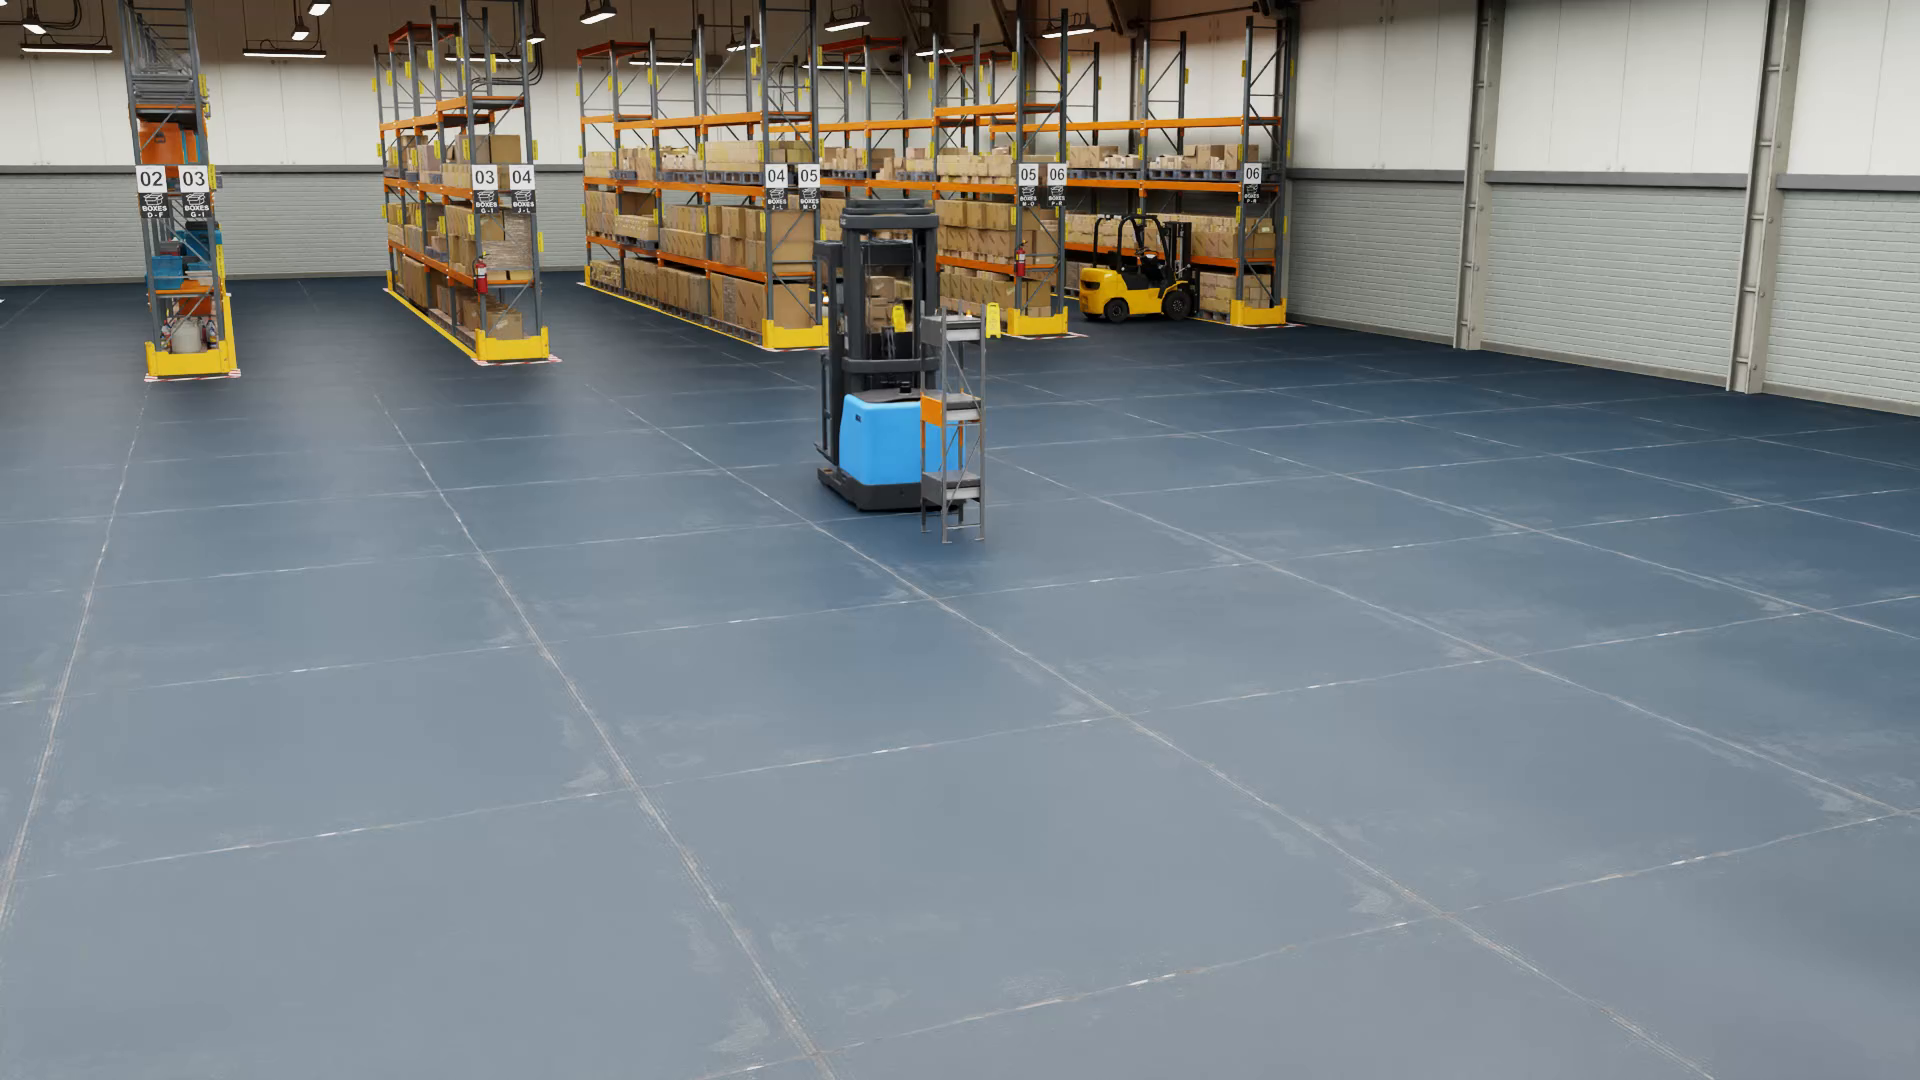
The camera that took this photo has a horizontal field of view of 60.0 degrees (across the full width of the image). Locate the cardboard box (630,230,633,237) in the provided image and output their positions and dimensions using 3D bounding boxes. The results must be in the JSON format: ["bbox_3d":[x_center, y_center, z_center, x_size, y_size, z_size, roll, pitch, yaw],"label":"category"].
[{"bbox_3d":[-7.414,-7.081,38.438,0.380,0.149,0.250,-6,14,-26],"label":"cardboard box"}]

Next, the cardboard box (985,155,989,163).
[{"bbox_3d":[0.706,-7.475,32.652,0.380,0.149,0.250,-6,14,-25],"label":"cardboard box"}]

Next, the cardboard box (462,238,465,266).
[{"bbox_3d":[-8.220,-5.046,29.140,0.875,0.500,0.500,-6,14,-23],"label":"cardboard box"}]

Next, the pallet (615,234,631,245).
[{"bbox_3d":[-7.603,-7.179,39.661,1.003,0.211,1.213,-6,14,-23],"label":"pallet"}]

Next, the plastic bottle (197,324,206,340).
[{"bbox_3d":[-13.222,-3.638,29.002,0.152,0.276,0.135,-6,14,-23],"label":"plastic bottle"}]

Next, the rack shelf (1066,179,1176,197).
[{"bbox_3d":[3.669,-8.232,38.727,1.077,0.370,4.000,-6,14,-23],"label":"rack shelf"}]

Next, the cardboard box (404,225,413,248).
[{"bbox_3d":[-12.406,-6.947,38.013,0.500,0.500,0.500,-6,14,-23],"label":"cardboard box"}]

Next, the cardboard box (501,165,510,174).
[{"bbox_3d":[-7.453,-6.197,27.790,0.380,0.149,0.250,-6,14,-23],"label":"cardboard box"}]

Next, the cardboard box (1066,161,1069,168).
[{"bbox_3d":[2.729,-9.035,39.969,0.380,0.166,0.250,-6,14,-23],"label":"cardboard box"}]

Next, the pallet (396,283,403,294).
[{"bbox_3d":[-13.572,-6.326,41.734,1.003,0.211,1.213,-6,14,-23],"label":"pallet"}]

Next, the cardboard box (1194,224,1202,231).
[{"bbox_3d":[5.141,-6.555,34.880,0.380,0.149,0.250,-6,14,-23],"label":"cardboard box"}]

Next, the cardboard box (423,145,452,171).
[{"bbox_3d":[-10.399,-7.615,33.136,0.500,0.500,0.500,-6,14,-25],"label":"cardboard box"}]

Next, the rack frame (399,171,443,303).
[{"bbox_3d":[-12.361,-7.016,38.532,1.000,3.000,0.127,-6,14,-23],"label":"rack frame"}]

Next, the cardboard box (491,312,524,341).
[{"bbox_3d":[-7.789,-3.654,28.619,0.500,0.500,0.500,-3,13,-13],"label":"cardboard box"}]

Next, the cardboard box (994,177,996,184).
[{"bbox_3d":[0.881,-6.984,32.299,0.380,0.149,0.250,-6,14,-23],"label":"cardboard box"}]

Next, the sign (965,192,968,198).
[{"bbox_3d":[0.180,-9.951,47.944,0.100,0.325,0.005,-6,14,-23],"label":"sign"}]

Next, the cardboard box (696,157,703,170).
[{"bbox_3d":[-5.001,-7.564,33.425,0.500,0.250,0.500,-5,14,-22],"label":"cardboard box"}]

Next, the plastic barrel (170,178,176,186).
[{"bbox_3d":[-14.097,-6.707,29.433,0.600,0.901,0.708,-6,14,-23],"label":"plastic barrel"}]

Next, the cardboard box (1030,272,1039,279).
[{"bbox_3d":[2.098,-6.801,42.215,0.500,0.500,0.500,-5,14,-21],"label":"cardboard box"}]

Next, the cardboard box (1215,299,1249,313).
[{"bbox_3d":[5.595,-4.815,34.187,0.500,0.250,0.500,-6,14,-23],"label":"cardboard box"}]

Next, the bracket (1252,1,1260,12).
[{"bbox_3d":[6.128,-10.837,33.751,0.235,0.232,0.430,-6,14,-23],"label":"bracket"}]

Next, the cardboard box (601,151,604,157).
[{"bbox_3d":[-8.694,-9.574,41.272,0.380,0.149,0.250,-6,14,-23],"label":"cardboard box"}]

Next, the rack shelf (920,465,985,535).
[{"bbox_3d":[-0.066,-0.362,14.942,0.431,0.518,0.480,-6,14,-23],"label":"rack shelf"}]

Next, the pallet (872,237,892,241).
[{"bbox_3d":[-1.296,-6.854,38.256,1.213,0.211,1.003,-6,14,-23],"label":"pallet"}]

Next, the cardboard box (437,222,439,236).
[{"bbox_3d":[-10.506,-6.335,34.437,0.500,0.500,0.500,-8,15,-30],"label":"cardboard box"}]

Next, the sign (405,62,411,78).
[{"bbox_3d":[-11.266,-9.594,33.942,0.100,0.325,0.005,-6,14,-23],"label":"sign"}]

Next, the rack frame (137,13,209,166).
[{"bbox_3d":[-15.297,-8.665,32.352,1.000,3.000,0.127,-6,14,-23],"label":"rack frame"}]

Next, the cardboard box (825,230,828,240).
[{"bbox_3d":[-3.138,-7.617,41.460,0.500,0.250,0.500,-6,14,-24],"label":"cardboard box"}]

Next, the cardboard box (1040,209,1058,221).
[{"bbox_3d":[2.044,-8.109,42.096,0.797,0.503,0.637,-6,14,-24],"label":"cardboard box"}]

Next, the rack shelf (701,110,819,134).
[{"bbox_3d":[-3.770,-7.755,30.901,1.077,0.370,4.000,-6,14,-23],"label":"rack shelf"}]

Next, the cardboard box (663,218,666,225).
[{"bbox_3d":[-6.601,-7.319,38.146,0.380,0.149,0.250,-5,14,-20],"label":"cardboard box"}]

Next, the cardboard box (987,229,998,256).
[{"bbox_3d":[0.860,-5.817,32.469,0.500,0.500,0.500,-6,14,-23],"label":"cardboard box"}]

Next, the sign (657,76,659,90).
[{"bbox_3d":[-7.270,-10.950,39.800,0.100,0.325,0.005,-6,14,-23],"label":"sign"}]

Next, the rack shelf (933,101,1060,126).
[{"bbox_3d":[0.725,-8.416,32.878,1.077,0.370,4.000,-6,14,-23],"label":"rack shelf"}]

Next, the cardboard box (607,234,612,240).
[{"bbox_3d":[-8.577,-7.572,41.490,0.380,0.149,0.250,-6,14,-25],"label":"cardboard box"}]

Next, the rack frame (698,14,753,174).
[{"bbox_3d":[-4.571,-8.713,32.560,1.000,3.000,0.127,-6,14,-23],"label":"rack frame"}]

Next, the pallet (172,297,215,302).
[{"bbox_3d":[-17.230,-5.359,37.555,1.003,0.211,1.213,-6,14,-23],"label":"pallet"}]

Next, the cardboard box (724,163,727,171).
[{"bbox_3d":[-4.225,-7.014,31.274,0.380,0.149,0.250,-6,14,-23],"label":"cardboard box"}]

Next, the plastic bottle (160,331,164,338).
[{"bbox_3d":[-13.293,-3.343,27.710,0.061,0.283,0.133,-5,14,-22],"label":"plastic bottle"}]

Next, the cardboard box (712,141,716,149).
[{"bbox_3d":[-4.533,-7.560,31.867,0.380,0.149,0.250,-6,14,-23],"label":"cardboard box"}]

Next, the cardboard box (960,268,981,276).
[{"bbox_3d":[0.226,-5.466,33.899,0.380,0.149,0.250,-5,14,-20],"label":"cardboard box"}]

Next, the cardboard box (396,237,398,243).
[{"bbox_3d":[-13.299,-7.193,39.852,0.380,0.149,0.250,-6,14,-24],"label":"cardboard box"}]

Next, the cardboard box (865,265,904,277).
[{"bbox_3d":[-1.879,-6.405,39.671,0.875,0.875,0.875,-6,14,-23],"label":"cardboard box"}]

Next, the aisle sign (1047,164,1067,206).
[{"bbox_3d":[1.835,-6.714,31.460,0.394,0.787,0.004,-6,14,-23],"label":"aisle sign"}]

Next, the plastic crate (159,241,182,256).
[{"bbox_3d":[-14.930,-5.412,31.460,0.402,0.464,0.583,-6,14,-23],"label":"plastic crate"}]

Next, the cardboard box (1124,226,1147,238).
[{"bbox_3d":[4.039,-6.956,37.498,0.500,0.250,0.500,-6,14,-24],"label":"cardboard box"}]

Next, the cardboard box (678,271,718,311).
[{"bbox_3d":[-5.286,-5.219,34.825,1.050,0.750,0.750,-6,14,-23],"label":"cardboard box"}]

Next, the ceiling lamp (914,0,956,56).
[{"bbox_3d":[-0.412,-13.755,41.400,0.800,3.185,2.000,-6,14,-23],"label":"ceiling lamp"}]

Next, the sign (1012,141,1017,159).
[{"bbox_3d":[1.009,-7.279,31.051,0.100,0.325,0.005,-6,14,-23],"label":"sign"}]

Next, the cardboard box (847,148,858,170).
[{"bbox_3d":[-2.249,-8.987,39.242,0.700,0.500,0.500,-6,15,-26],"label":"cardboard box"}]

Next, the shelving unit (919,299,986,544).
[{"bbox_3d":[-0.066,-1.057,14.781,0.431,2.100,0.503,-6,14,-23],"label":"shelving unit"}]

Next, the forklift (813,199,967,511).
[{"bbox_3d":[-0.856,-1.997,16.997,1.130,2.935,3.031,-4,14,-17],"label":"forklift"}]

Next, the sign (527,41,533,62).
[{"bbox_3d":[-7.057,-8.002,27.241,0.100,0.325,0.005,-6,14,-23],"label":"sign"}]
